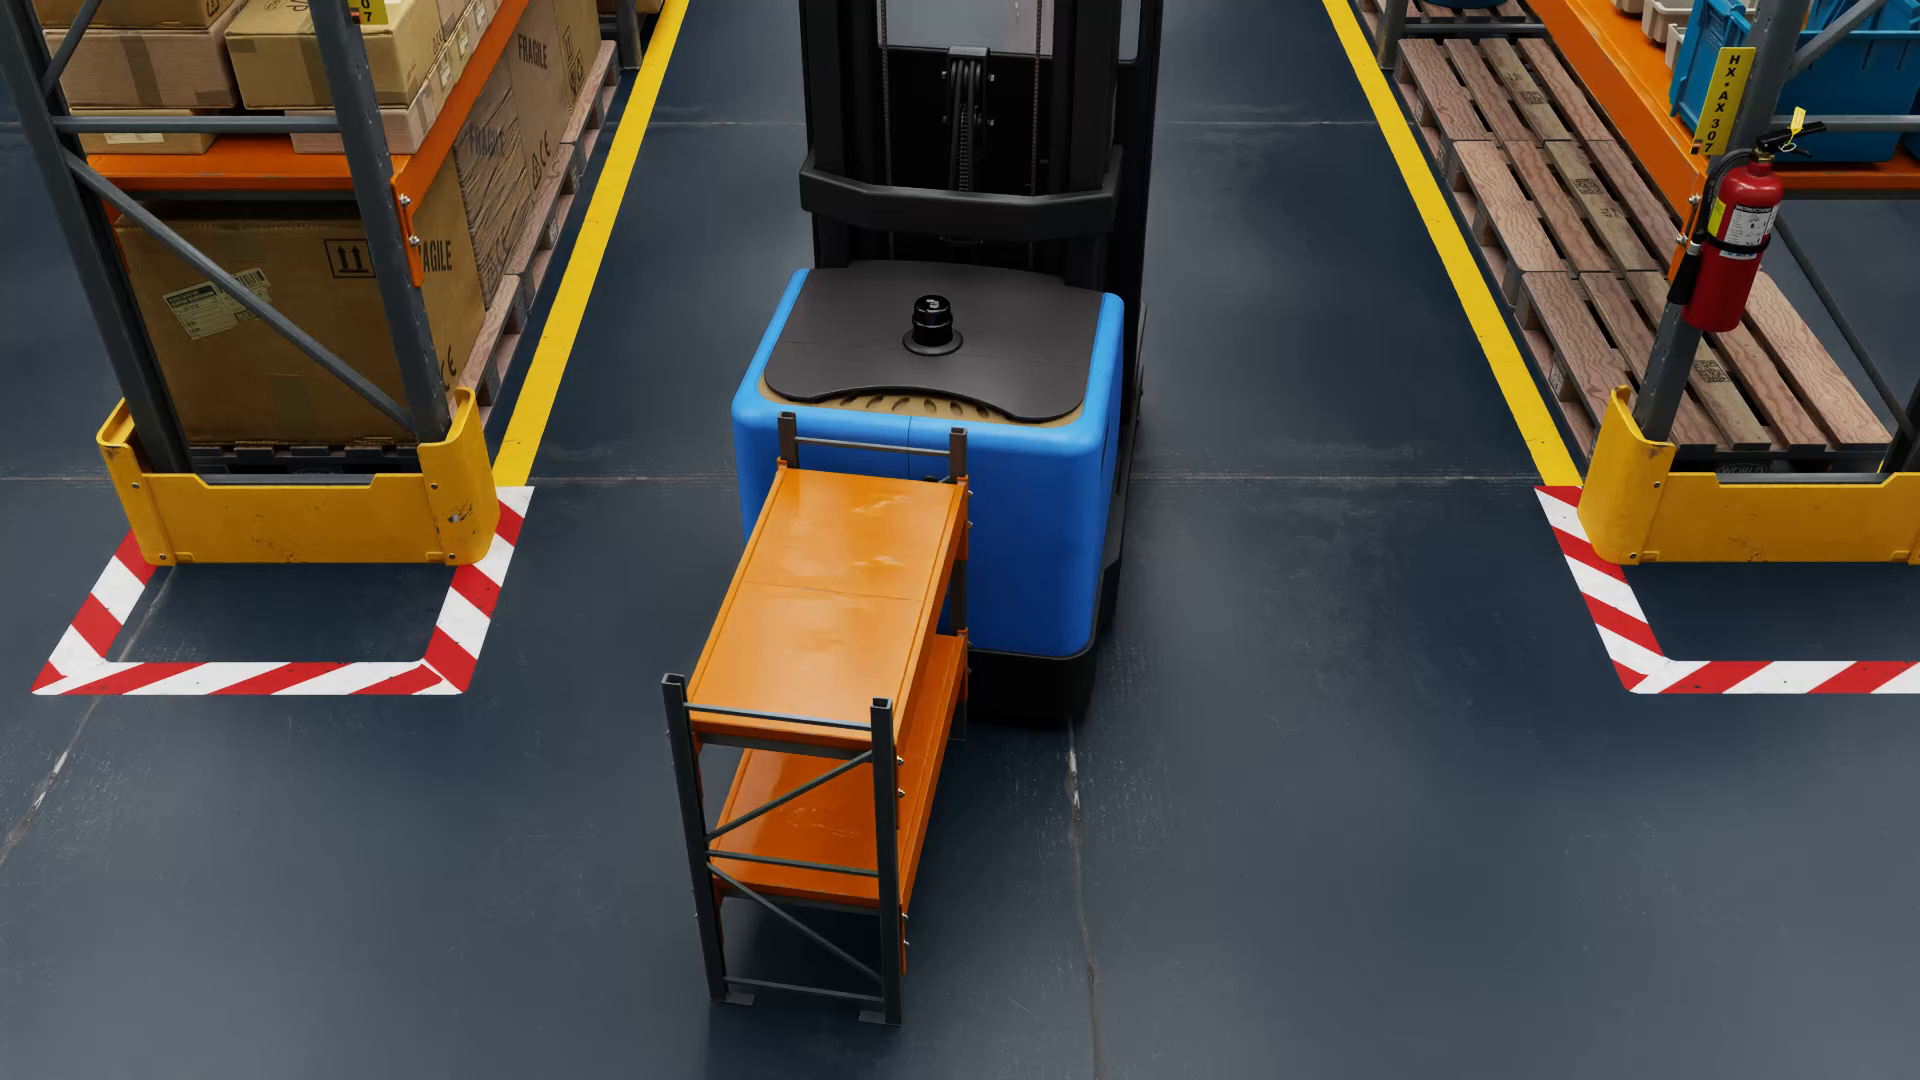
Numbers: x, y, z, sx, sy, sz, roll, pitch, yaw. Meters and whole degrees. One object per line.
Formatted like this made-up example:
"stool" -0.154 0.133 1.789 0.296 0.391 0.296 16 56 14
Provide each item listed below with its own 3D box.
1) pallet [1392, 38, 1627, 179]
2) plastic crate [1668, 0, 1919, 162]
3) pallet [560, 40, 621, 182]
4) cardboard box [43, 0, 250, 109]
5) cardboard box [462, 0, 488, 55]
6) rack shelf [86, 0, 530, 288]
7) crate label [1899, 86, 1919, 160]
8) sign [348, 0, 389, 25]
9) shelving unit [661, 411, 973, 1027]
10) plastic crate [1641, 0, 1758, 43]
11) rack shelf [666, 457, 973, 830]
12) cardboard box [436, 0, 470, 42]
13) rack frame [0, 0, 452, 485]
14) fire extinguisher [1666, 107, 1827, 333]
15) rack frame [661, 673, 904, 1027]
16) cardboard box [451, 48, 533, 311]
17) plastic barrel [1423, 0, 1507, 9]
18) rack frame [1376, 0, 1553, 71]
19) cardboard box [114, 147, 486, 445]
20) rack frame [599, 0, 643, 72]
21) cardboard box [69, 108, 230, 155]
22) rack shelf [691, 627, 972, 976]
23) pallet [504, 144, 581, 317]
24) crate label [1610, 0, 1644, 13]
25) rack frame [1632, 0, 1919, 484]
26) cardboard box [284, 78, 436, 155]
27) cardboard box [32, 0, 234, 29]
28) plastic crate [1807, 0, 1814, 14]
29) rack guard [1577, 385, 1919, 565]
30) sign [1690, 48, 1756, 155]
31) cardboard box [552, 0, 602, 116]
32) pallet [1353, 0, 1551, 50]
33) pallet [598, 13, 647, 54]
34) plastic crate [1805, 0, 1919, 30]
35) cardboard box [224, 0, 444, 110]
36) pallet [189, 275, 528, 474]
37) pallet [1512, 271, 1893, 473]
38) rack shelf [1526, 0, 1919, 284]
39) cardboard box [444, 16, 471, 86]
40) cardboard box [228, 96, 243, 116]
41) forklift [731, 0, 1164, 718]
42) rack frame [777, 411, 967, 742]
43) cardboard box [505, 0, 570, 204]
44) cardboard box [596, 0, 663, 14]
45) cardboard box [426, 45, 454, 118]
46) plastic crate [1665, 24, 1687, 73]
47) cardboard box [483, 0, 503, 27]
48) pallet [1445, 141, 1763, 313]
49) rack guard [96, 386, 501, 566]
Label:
"pallet" 2.784 -2.163 8.280 1.003 0.211 1.213 0 39 0
"plastic crate" 2.562 -1.456 5.092 0.616 0.435 0.499 0 39 0
"pallet" -2.286 -2.143 8.256 1.003 0.211 1.213 0 39 0
"cardboard box" -2.470 -1.566 5.188 0.500 0.250 0.500 -1 39 -1
"cardboard box" -1.878 -1.814 5.815 0.380 0.149 0.250 -1 39 -1
"rack shelf" -2.206 -2.176 6.642 1.077 0.370 4.000 0 39 0
"crate label" 3.078 -1.322 5.087 0.416 0.233 0.303 0 39 0
"sign" -1.649 -1.571 4.556 0.100 0.325 0.005 0 39 0
"shelving unit" -0.311 0.447 4.293 0.538 1.125 1.048 6 39 7
"plastic crate" 2.581 -1.821 5.786 0.396 0.136 0.243 0 39 0
"rack shelf" -0.311 0.219 4.110 0.538 0.278 1.000 6 39 7
"cardboard box" -1.942 -1.889 5.590 0.500 0.250 0.500 0 39 -1
"rack frame" -2.204 -1.206 4.856 1.000 3.000 0.127 0 39 0
"fire extinguisher" 2.295 -0.939 4.883 0.296 0.674 0.183 0 39 0
"rack frame" -0.393 0.761 3.901 0.500 1.125 0.032 6 39 7
"cardboard box" -2.286 -1.510 6.598 0.875 0.875 0.875 0 39 0
"plastic barrel" 2.761 -3.396 8.931 0.600 0.901 0.708 0 39 0
"rack frame" 2.744 -3.711 7.982 1.000 3.000 0.127 0 39 0
"cardboard box" -2.285 -0.941 5.888 0.875 0.875 0.875 0 39 0
"rack frame" -2.209 -3.707 7.977 1.000 3.000 0.127 0 39 0
"cardboard box" -2.534 -1.330 5.212 0.380 0.149 0.250 1 39 1
"rack shelf" -0.311 0.638 4.446 0.538 0.278 1.000 6 39 7
"pallet" -2.282 -1.379 7.301 1.003 0.211 1.213 0 39 0
"crate label" 2.556 -1.995 6.004 0.396 0.136 0.243 0 39 0
"rack frame" 2.749 -1.209 4.860 1.000 3.000 0.127 0 39 0
"cardboard box" -1.875 -1.330 5.212 0.380 0.149 0.250 0 39 0
"cardboard box" -2.468 -1.860 4.955 0.500 0.500 0.500 0 39 1
"plastic crate" 3.159 -1.909 5.897 0.250 0.136 0.298 0 39 0
"rack guard" 2.762 -0.219 5.623 1.175 0.500 0.348 0 39 0
"sign" 2.199 -1.262 4.796 0.100 0.325 0.005 0 39 0
"cardboard box" -2.288 -2.629 7.995 0.875 0.875 0.875 0 39 0
"pallet" 2.785 -3.105 9.456 1.003 0.211 1.213 0 39 0
"pallet" -2.285 -3.101 9.451 1.003 0.211 1.213 0 39 0
"plastic crate" 3.077 -1.734 5.601 0.416 0.233 0.300 0 39 0
"cardboard box" -1.935 -1.564 5.185 0.500 0.250 0.500 -1 39 -1
"pallet" -2.283 -0.618 6.352 1.003 0.211 1.213 0 39 0
"pallet" 2.787 -0.637 6.376 1.003 0.211 1.213 0 39 0
"rack shelf" 2.746 -2.179 6.646 1.077 0.370 4.000 0 39 0
"cardboard box" -1.877 -1.650 5.612 0.380 0.149 0.250 -1 39 -1
"cardboard box" -2.536 -1.493 5.415 0.380 0.149 0.250 0 39 0
"forklift" 0.099 -1.531 5.317 1.130 2.935 3.031 6 39 7
"rack frame" -0.230 0.133 4.684 0.500 1.125 0.032 6 39 7
"cardboard box" -2.287 -2.066 7.293 0.875 0.875 0.875 0 39 0
"cardboard box" -2.229 -3.442 9.010 1.225 0.875 0.875 0 39 0
"cardboard box" -1.876 -1.490 5.412 0.380 0.149 0.250 -1 39 -1
"plastic crate" 2.567 -1.640 5.560 0.396 0.136 0.243 0 39 0
"cardboard box" -1.878 -1.973 6.014 0.380 0.149 0.250 -1 39 -1
"pallet" 2.788 -1.398 7.326 1.003 0.211 1.213 0 39 0
"rack guard" -2.204 -0.215 5.619 1.175 0.500 0.348 0 39 0
